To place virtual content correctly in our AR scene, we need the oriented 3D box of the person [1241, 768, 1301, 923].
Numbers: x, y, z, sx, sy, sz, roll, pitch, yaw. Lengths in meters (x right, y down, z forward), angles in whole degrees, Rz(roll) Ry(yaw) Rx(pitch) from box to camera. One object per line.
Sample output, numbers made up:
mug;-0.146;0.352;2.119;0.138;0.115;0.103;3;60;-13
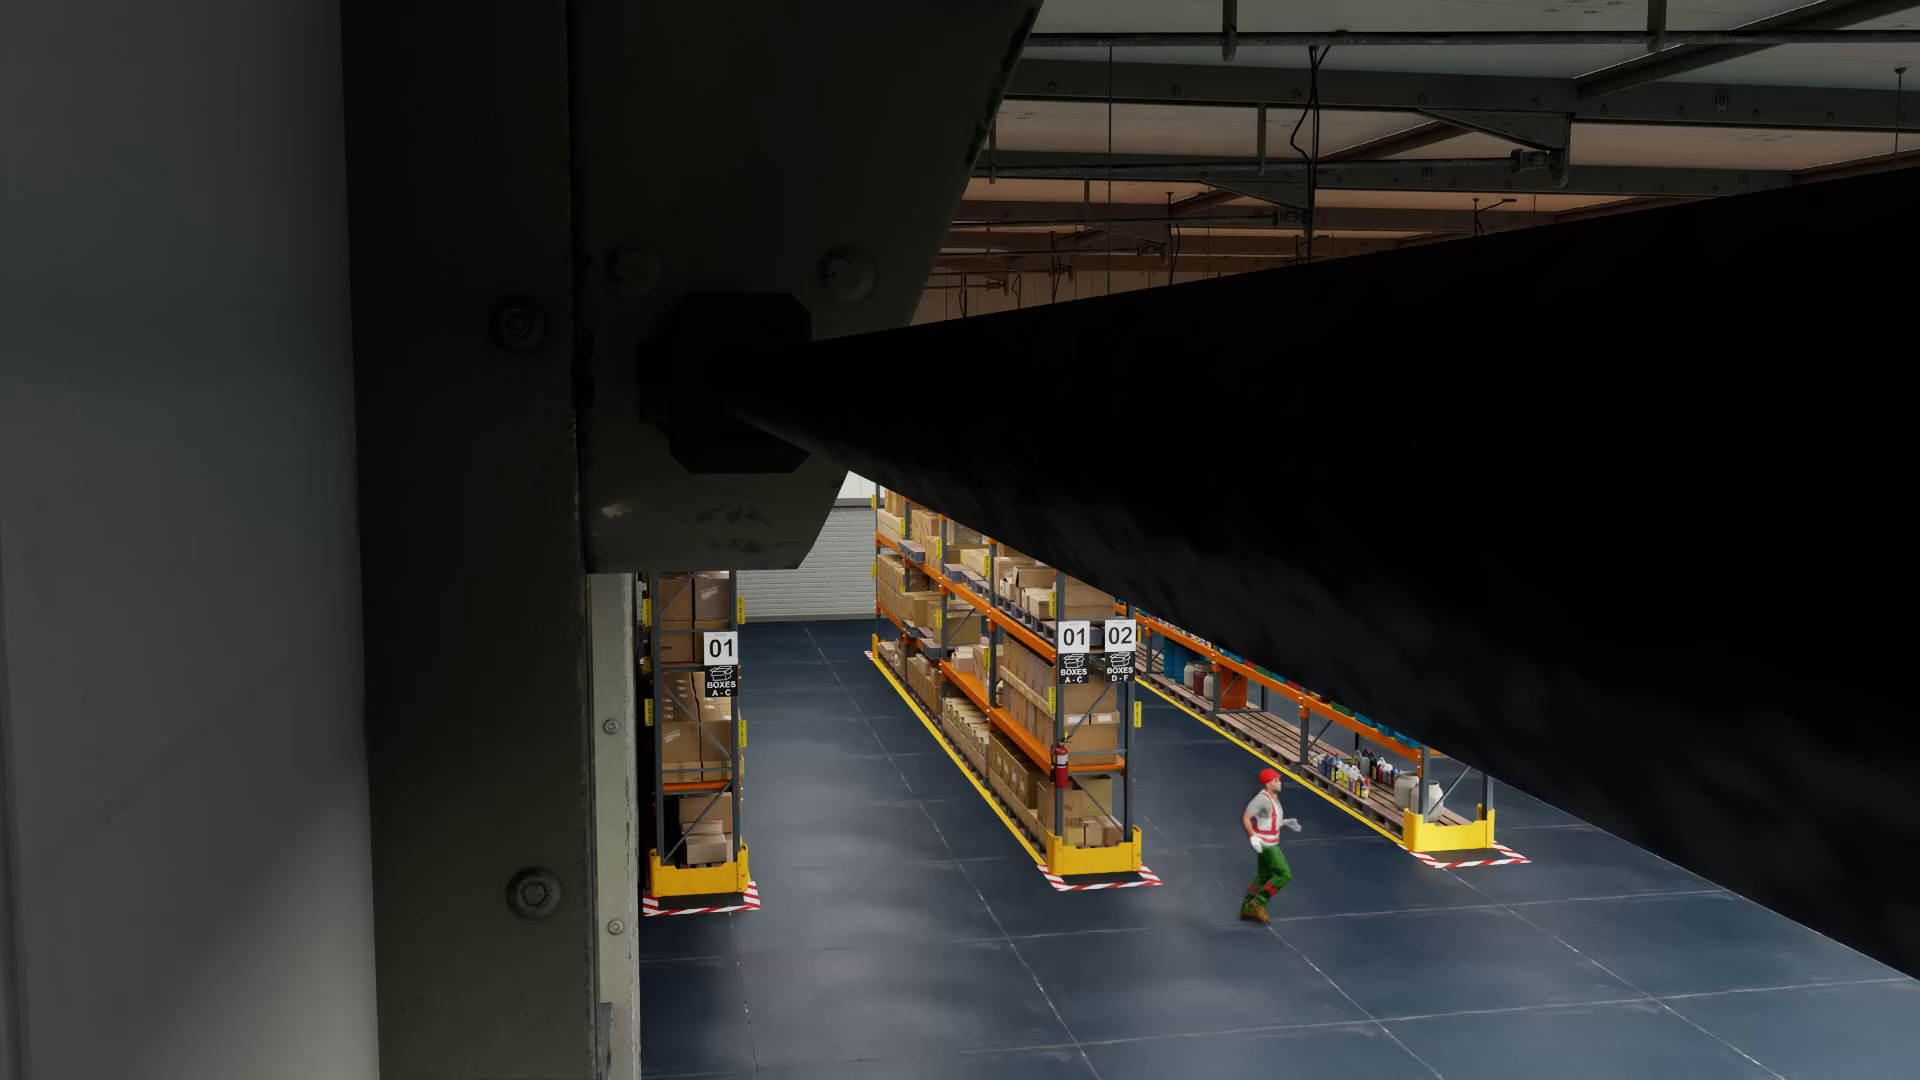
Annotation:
person;3.568;3.488;19.084;0.659;1.760;0.655;2;6;17
